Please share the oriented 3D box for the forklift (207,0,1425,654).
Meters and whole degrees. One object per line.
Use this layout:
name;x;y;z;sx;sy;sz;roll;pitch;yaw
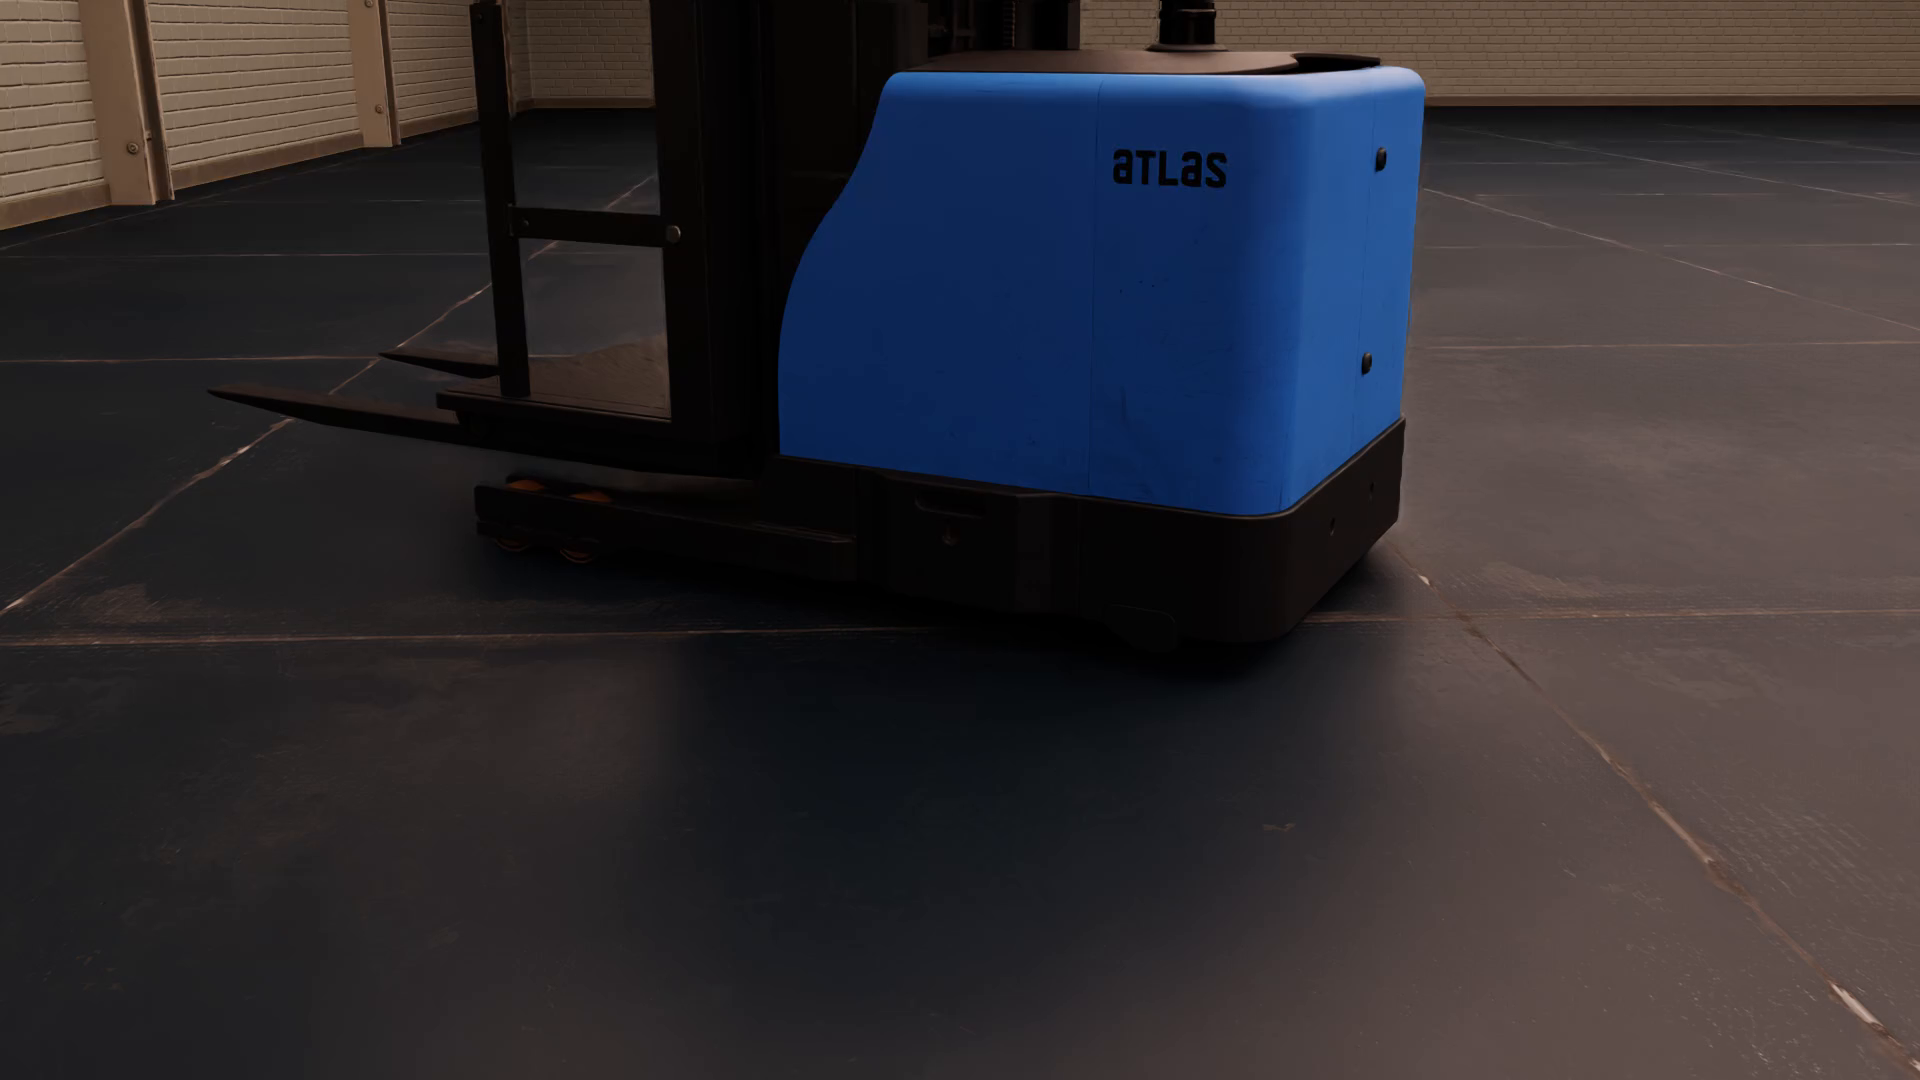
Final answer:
forklift;-0.536;-1.473;3.724;3.031;2.935;1.130;9;19;26
